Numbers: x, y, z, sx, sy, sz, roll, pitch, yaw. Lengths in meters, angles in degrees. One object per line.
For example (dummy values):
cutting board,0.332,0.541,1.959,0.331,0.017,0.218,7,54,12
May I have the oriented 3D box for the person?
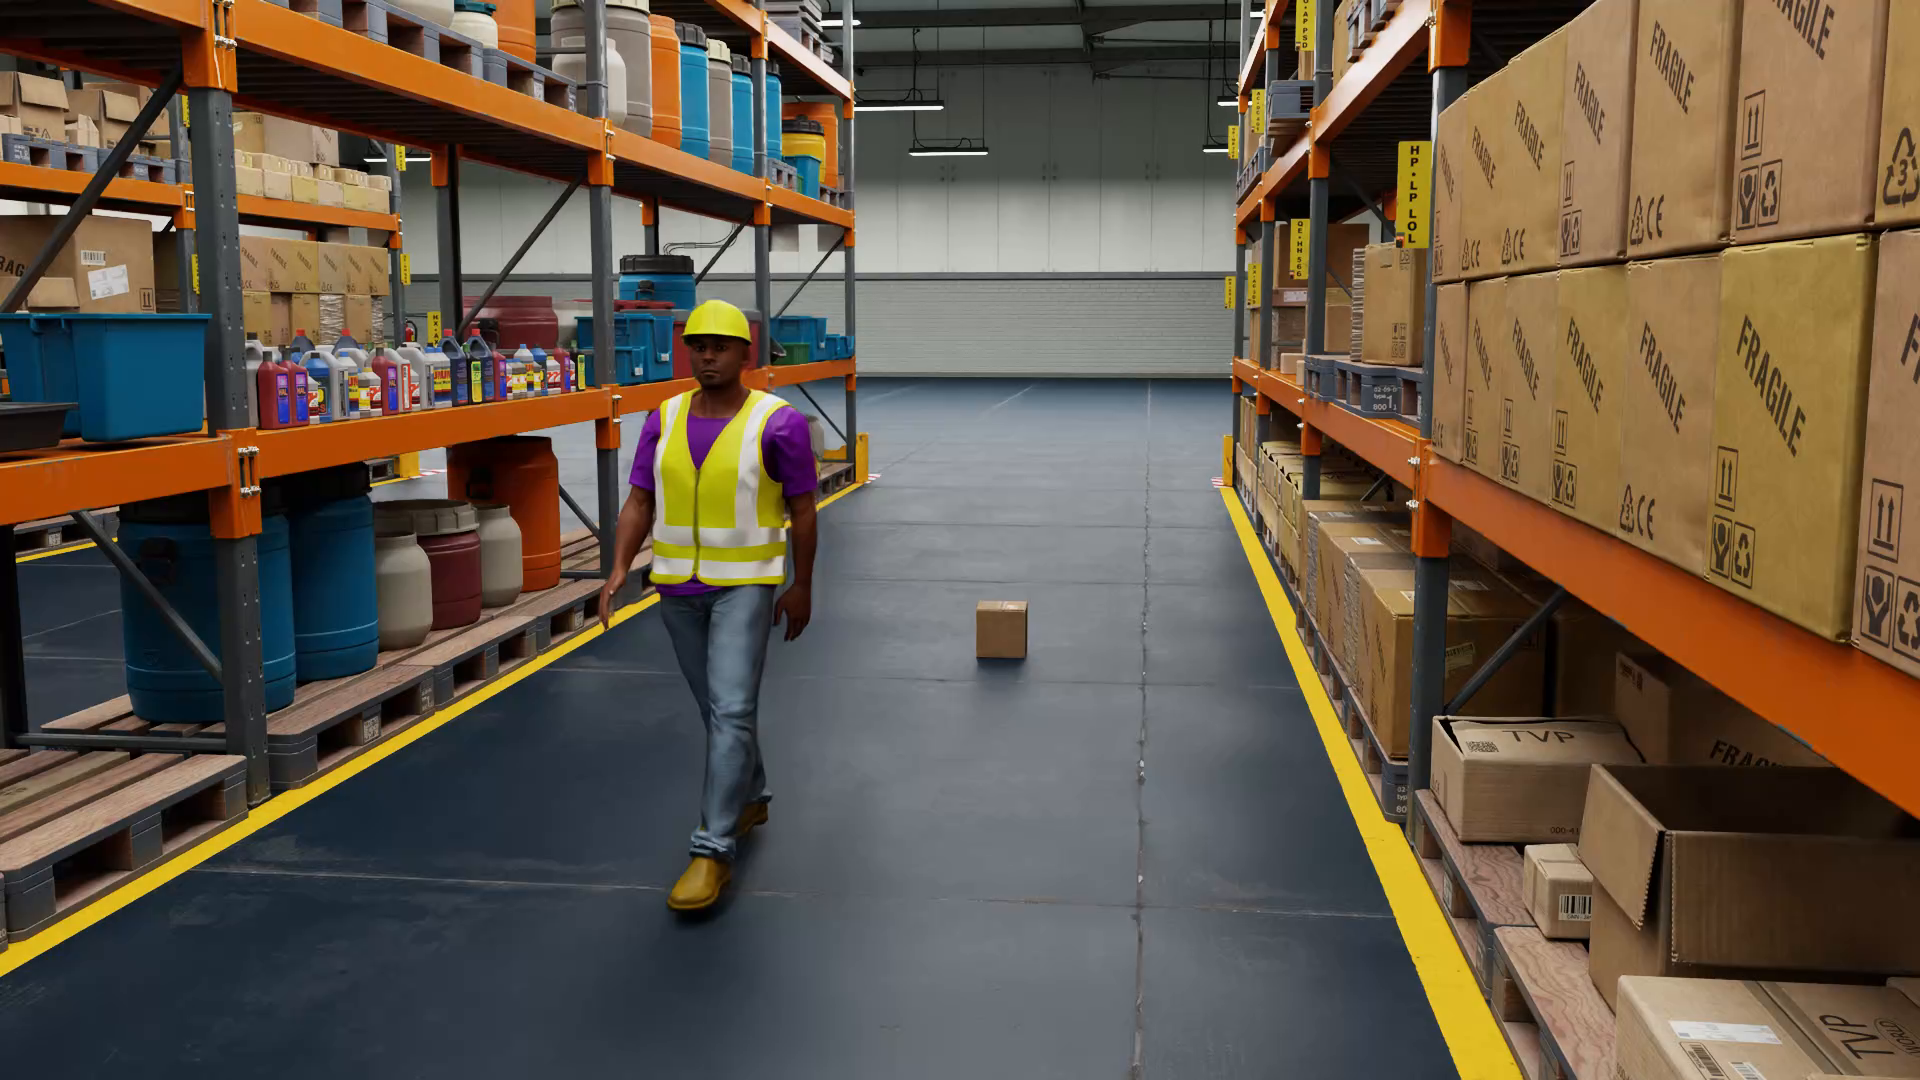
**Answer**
person,-0.790,0.157,5.030,0.580,1.679,0.958,2,8,18
